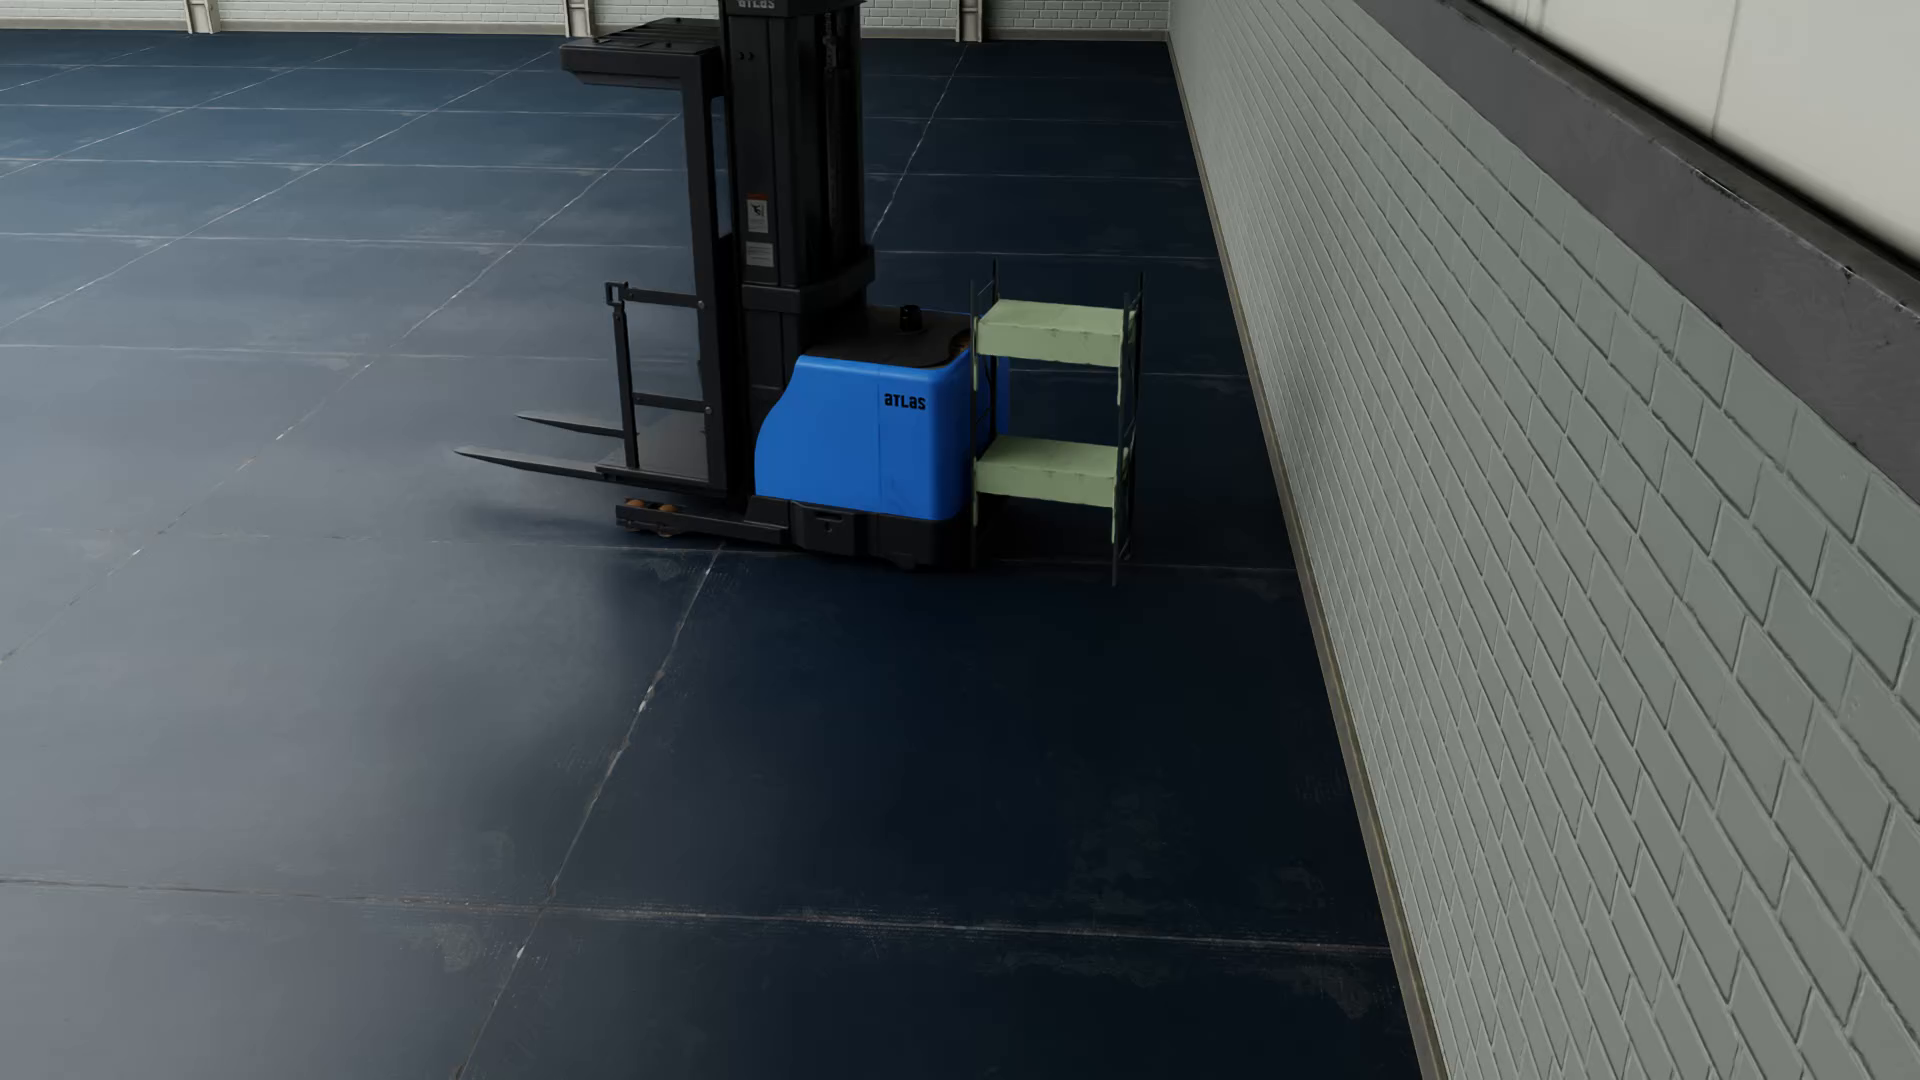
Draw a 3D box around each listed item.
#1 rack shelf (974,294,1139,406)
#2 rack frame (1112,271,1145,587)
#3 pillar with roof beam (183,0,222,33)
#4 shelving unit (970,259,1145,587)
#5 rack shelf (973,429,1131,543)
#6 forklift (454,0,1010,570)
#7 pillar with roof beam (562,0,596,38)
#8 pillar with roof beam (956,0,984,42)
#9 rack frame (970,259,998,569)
[{"bbox_3d":[0.470,-0.927,8.037,0.720,0.370,0.431,7,26,15],"label":"rack shelf"},{"bbox_3d":[0.820,-0.529,8.105,0.023,1.500,0.400,7,26,15],"label":"rack frame"},{"bbox_3d":[-12.148,-10.256,20.273,0.400,9.000,9.100,2,25,4],"label":"pillar with roof beam"},{"bbox_3d":[0.470,-0.573,8.200,0.755,1.500,0.431,7,26,15],"label":"shelving unit"},{"bbox_3d":[0.470,-0.276,8.336,0.720,0.370,0.431,7,26,15],"label":"rack shelf"},{"bbox_3d":[-1.298,-1.544,8.600,3.031,2.935,1.130,9,26,18],"label":"forklift"},{"bbox_3d":[-6.166,-10.064,19.856,0.400,9.000,9.100,2,25,4],"label":"pillar with roof beam"},{"bbox_3d":[-0.184,-9.872,19.438,0.400,9.000,9.100,2,25,4],"label":"pillar with roof beam"},{"bbox_3d":[0.119,-0.616,8.295,0.023,1.500,0.400,7,26,15],"label":"rack frame"}]
